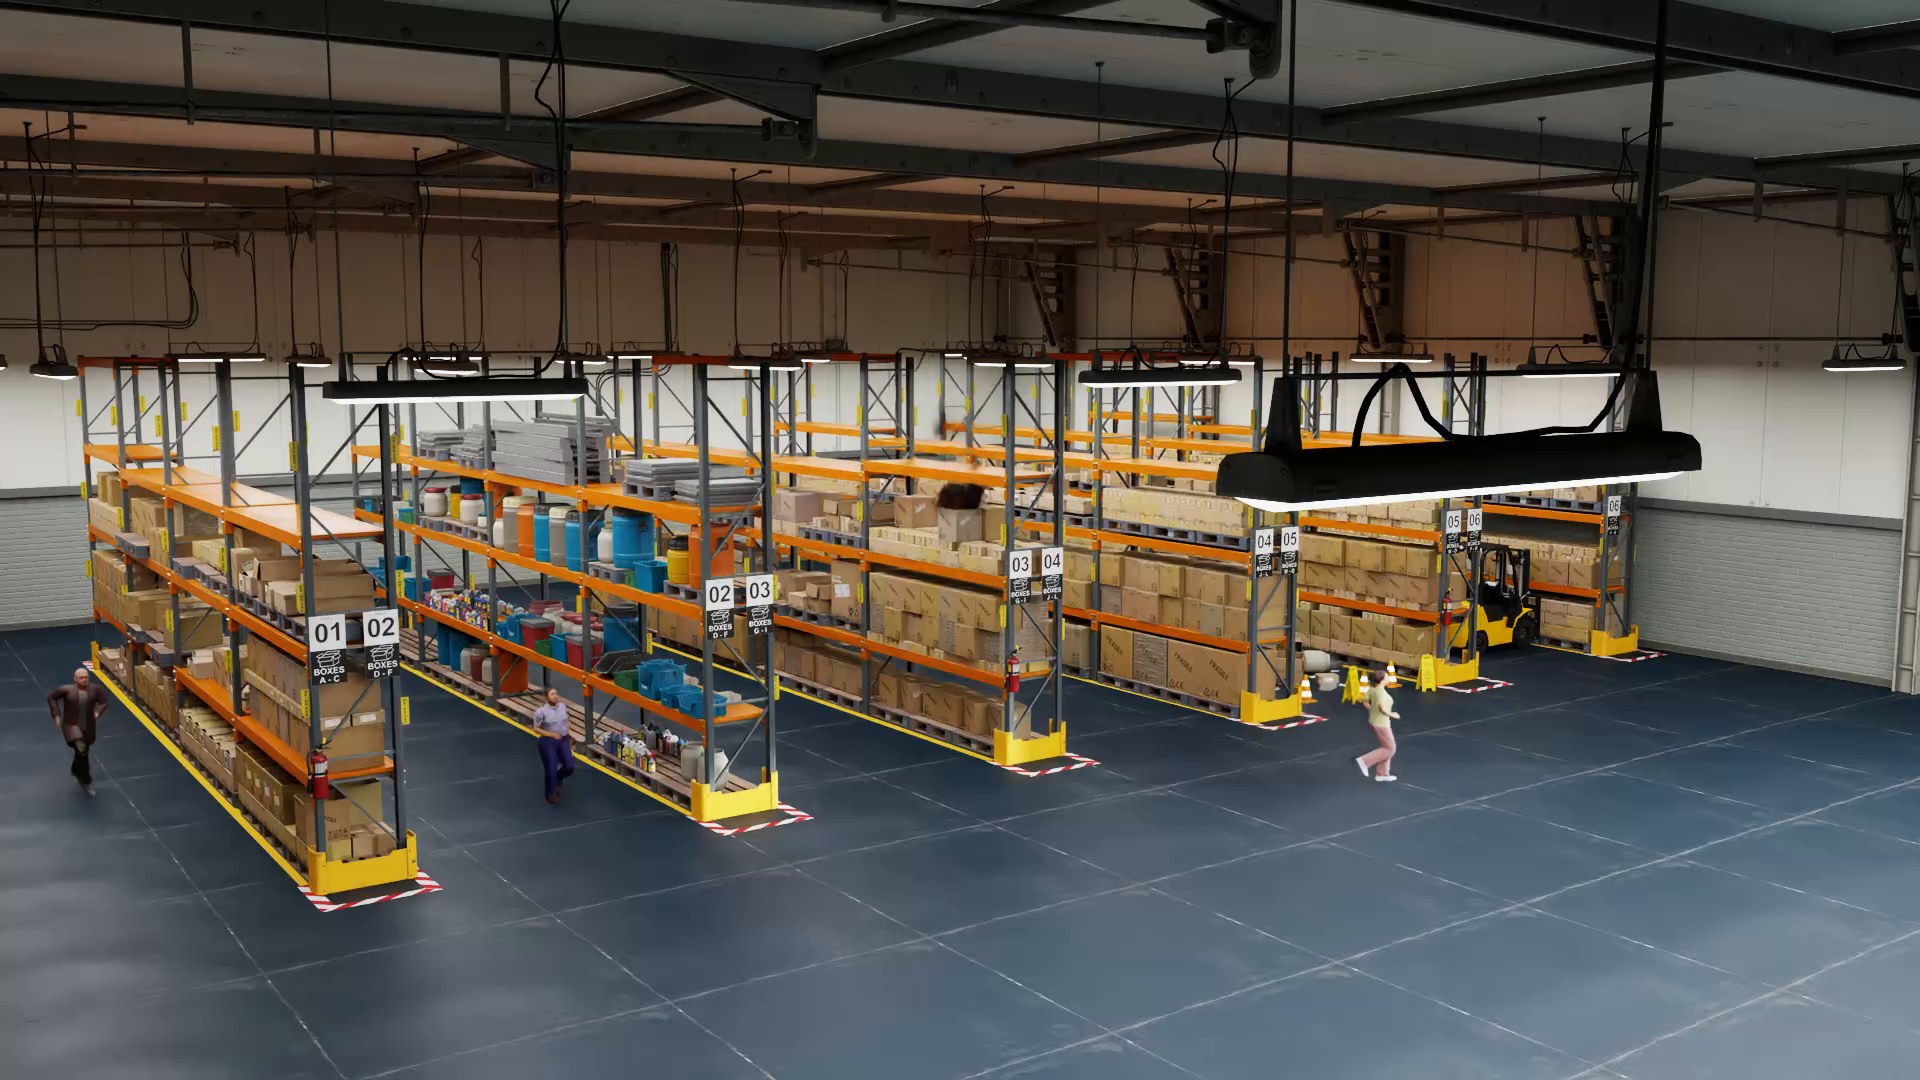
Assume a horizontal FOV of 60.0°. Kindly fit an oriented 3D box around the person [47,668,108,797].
[{"bbox_3d":[-12.334,2.649,23.284,0.973,1.796,0.715,7,10,44],"label":"person"}]

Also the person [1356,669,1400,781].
[{"bbox_3d":[5.947,2.647,23.764,0.619,1.626,0.574,-1,7,-10],"label":"person"}]

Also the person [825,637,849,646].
[{"bbox_3d":[-2.539,1.357,34.377,0.574,1.628,0.758,-6,9,-42],"label":"person"}]

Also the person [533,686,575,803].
[{"bbox_3d":[-5.503,2.797,22.669,0.599,1.608,0.531,-6,9,-41],"label":"person"}]
